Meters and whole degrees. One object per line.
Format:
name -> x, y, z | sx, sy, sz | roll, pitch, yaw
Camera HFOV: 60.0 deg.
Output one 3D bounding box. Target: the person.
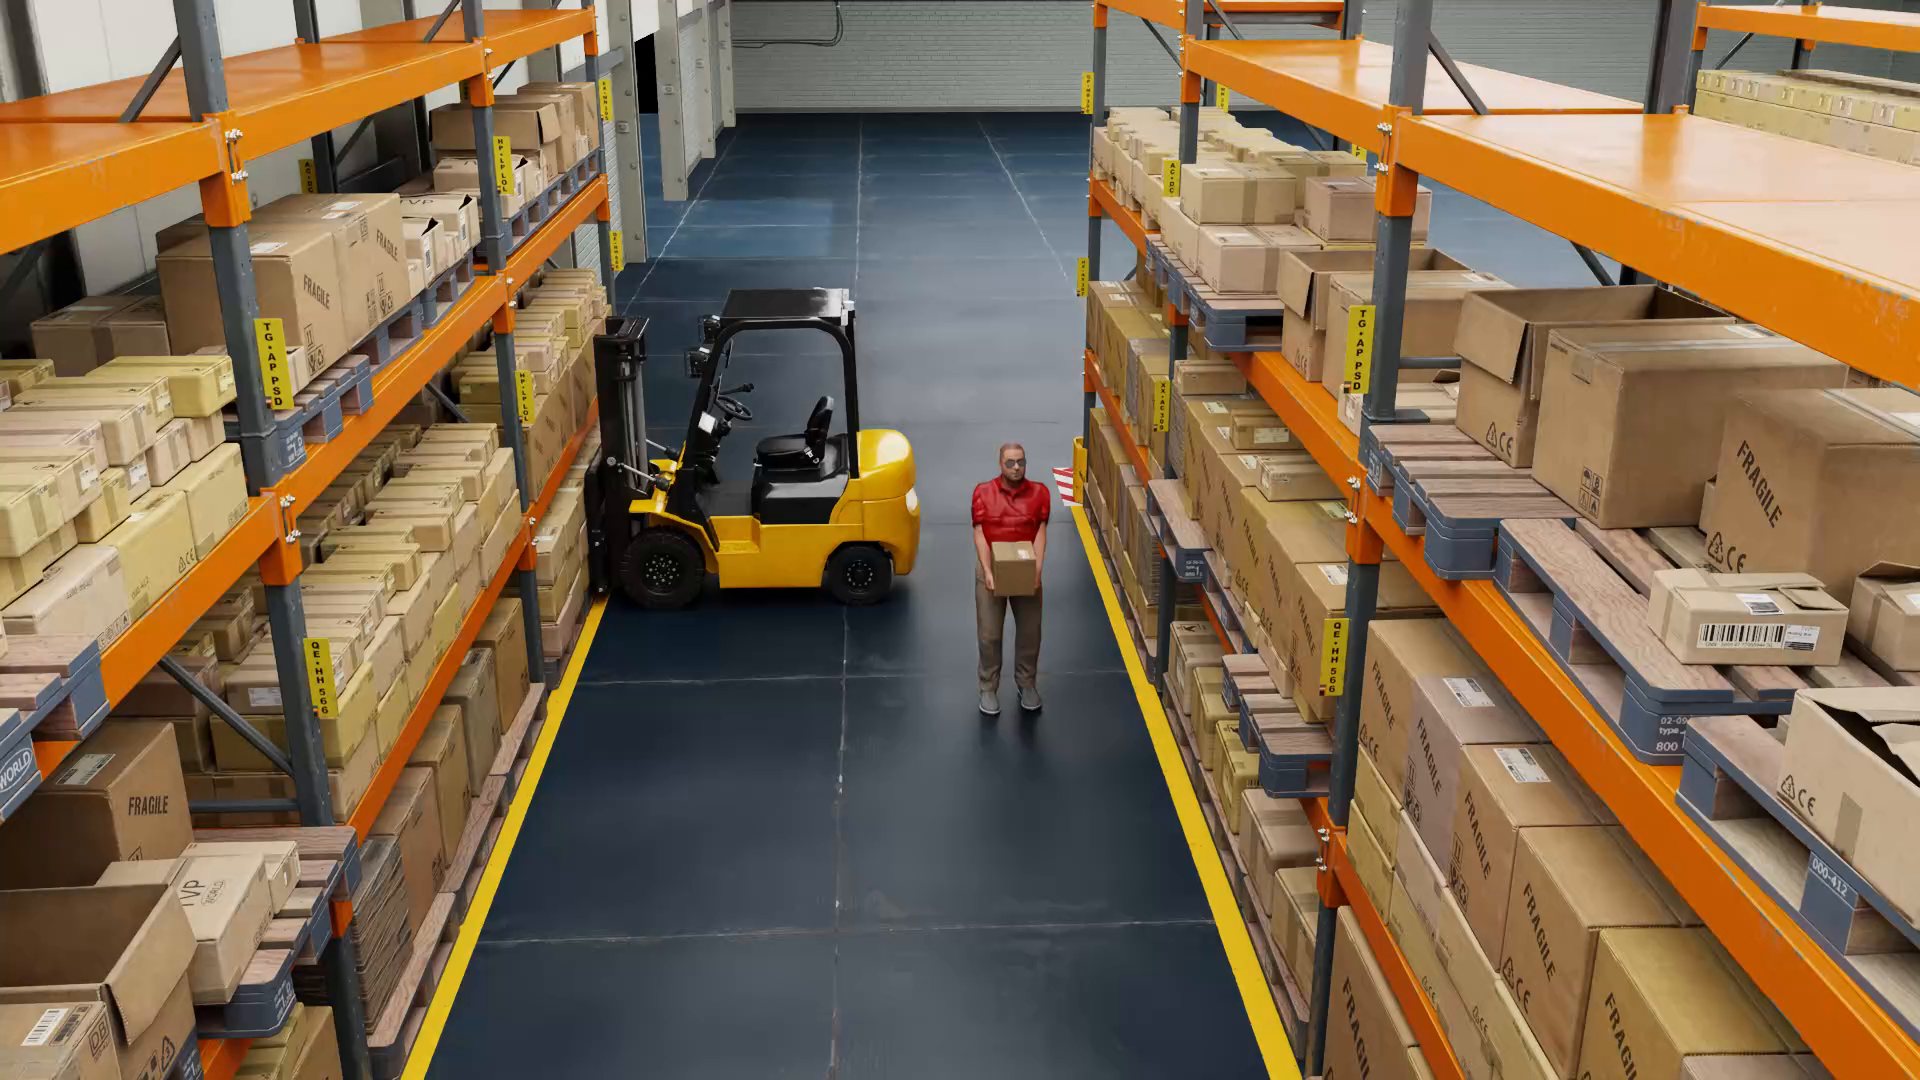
person -> 0.328, 0.261, 10.412 | 0.494, 1.714, 0.530 | -2, 20, -4
